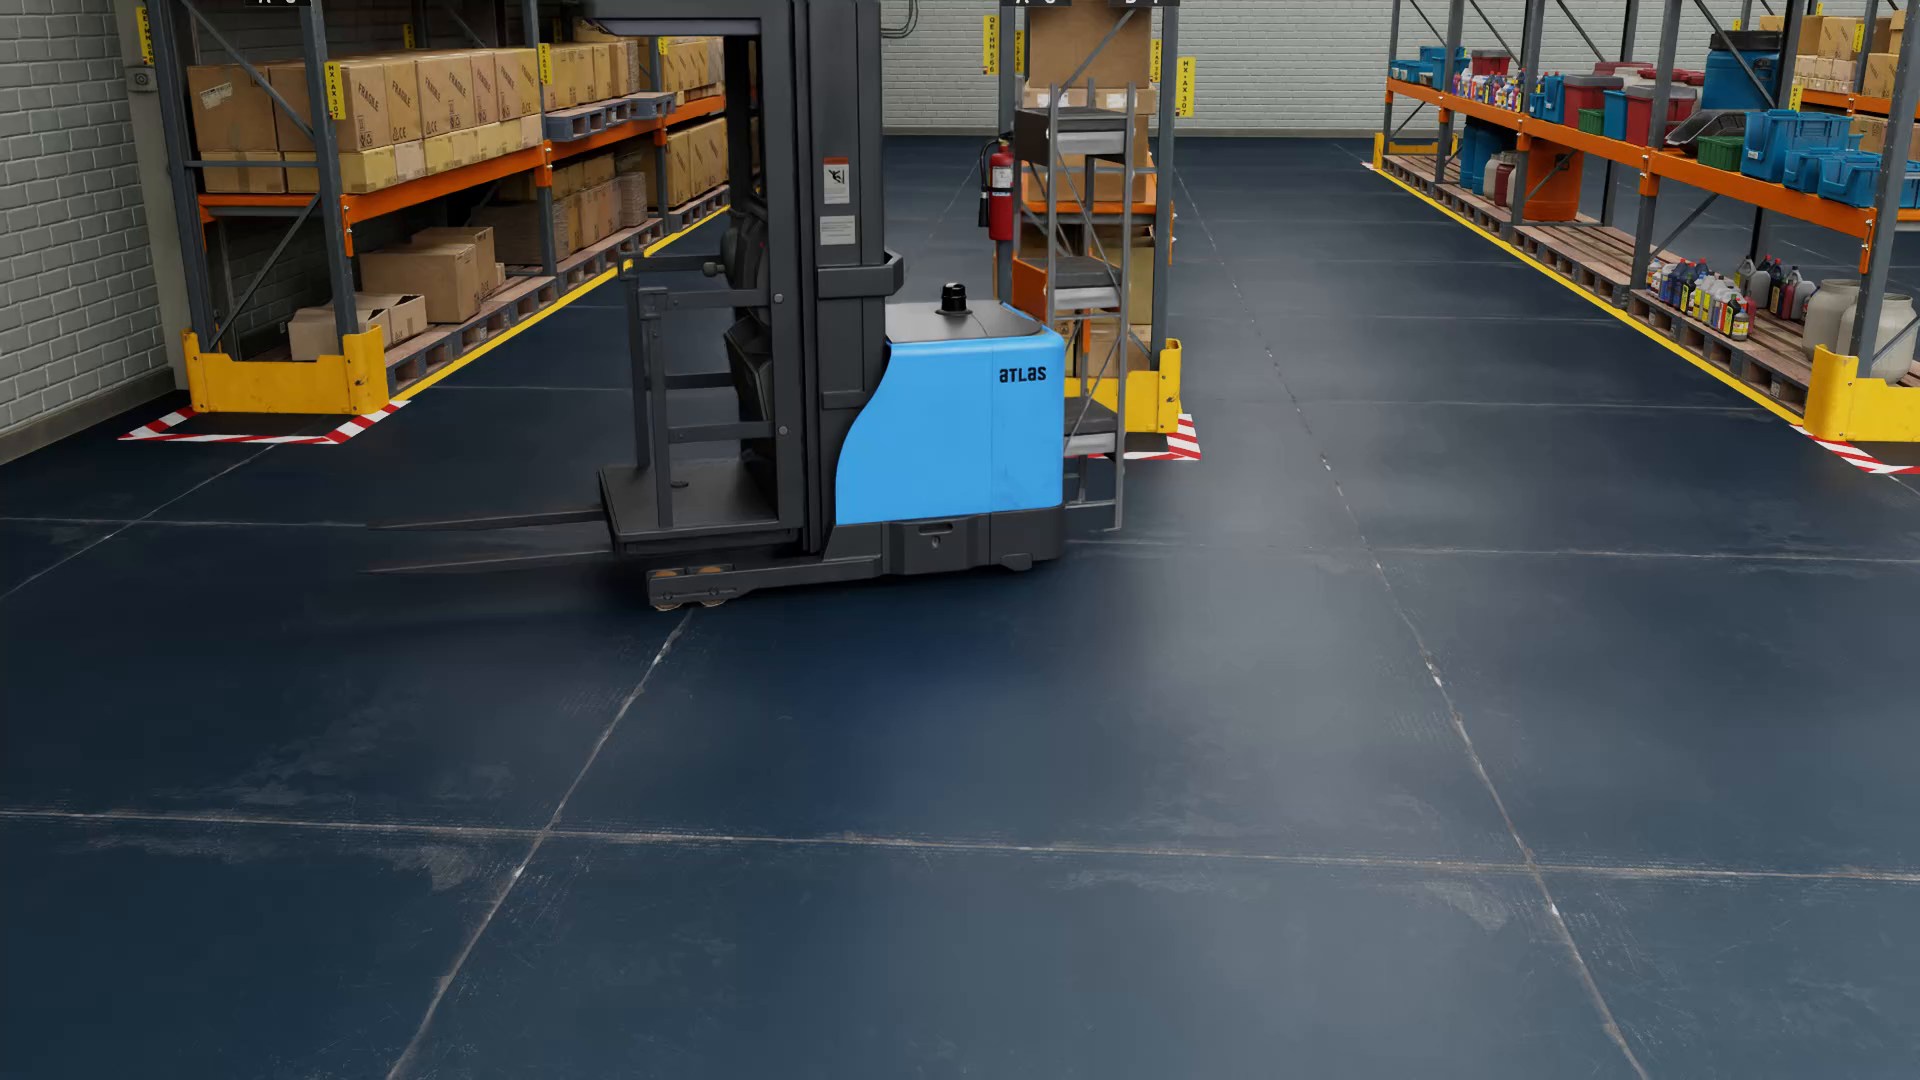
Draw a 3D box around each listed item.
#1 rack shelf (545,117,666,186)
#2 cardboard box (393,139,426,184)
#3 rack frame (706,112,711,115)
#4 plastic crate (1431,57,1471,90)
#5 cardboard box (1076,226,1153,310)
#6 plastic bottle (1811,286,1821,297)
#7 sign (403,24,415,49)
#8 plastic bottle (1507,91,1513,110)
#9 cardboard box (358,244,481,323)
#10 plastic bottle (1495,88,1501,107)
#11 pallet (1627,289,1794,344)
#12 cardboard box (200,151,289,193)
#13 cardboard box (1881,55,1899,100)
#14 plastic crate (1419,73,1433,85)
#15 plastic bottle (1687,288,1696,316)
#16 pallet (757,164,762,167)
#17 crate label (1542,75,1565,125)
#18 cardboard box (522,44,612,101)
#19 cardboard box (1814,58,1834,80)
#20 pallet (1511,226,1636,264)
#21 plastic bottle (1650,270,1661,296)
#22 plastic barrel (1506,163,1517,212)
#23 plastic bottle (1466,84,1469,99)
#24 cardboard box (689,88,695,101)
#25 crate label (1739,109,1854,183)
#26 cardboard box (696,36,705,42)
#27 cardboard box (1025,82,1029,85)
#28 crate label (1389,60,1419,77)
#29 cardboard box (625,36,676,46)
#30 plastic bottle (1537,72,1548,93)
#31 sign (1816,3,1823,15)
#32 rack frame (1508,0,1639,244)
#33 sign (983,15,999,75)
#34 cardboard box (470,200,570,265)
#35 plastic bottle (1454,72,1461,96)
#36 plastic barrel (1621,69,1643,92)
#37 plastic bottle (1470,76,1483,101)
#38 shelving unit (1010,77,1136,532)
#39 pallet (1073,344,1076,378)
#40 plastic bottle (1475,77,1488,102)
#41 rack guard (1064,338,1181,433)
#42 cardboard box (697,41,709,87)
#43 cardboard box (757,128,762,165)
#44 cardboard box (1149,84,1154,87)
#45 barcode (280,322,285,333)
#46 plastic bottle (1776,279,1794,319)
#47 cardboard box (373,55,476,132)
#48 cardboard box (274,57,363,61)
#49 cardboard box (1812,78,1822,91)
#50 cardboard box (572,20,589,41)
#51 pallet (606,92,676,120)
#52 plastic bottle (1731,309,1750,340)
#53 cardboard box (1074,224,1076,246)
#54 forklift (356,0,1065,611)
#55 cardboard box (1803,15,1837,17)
[{"bbox_3d":[-3.788,-3.762,15.742,1.077,0.370,4.000,1,18,4],"label":"rack shelf"},{"bbox_3d":[-3.844,-2.485,10.898,0.500,0.250,0.500,1,18,2],"label":"cardboard box"},{"bbox_3d":[-3.358,-5.967,21.317,1.000,3.000,0.127,1,18,4],"label":"rack frame"},{"bbox_3d":[6.217,-5.920,21.101,0.392,0.384,0.575,1,18,4],"label":"plastic crate"},{"bbox_3d":[1.040,-1.853,11.297,0.500,0.500,0.500,1,18,4],"label":"cardboard box"},{"bbox_3d":[6.150,-1.688,11.934,0.097,0.271,0.097,0,18,0],"label":"plastic bottle"},{"bbox_3d":[-4.485,-4.044,13.589,0.100,0.325,0.005,1,18,4],"label":"sign"},{"bbox_3d":[5.890,-4.682,17.714,0.097,0.201,0.097,0,18,0],"label":"plastic bottle"},{"bbox_3d":[-3.935,-1.878,12.146,0.700,0.500,0.500,0,18,0],"label":"cardboard box"},{"bbox_3d":[5.932,-4.863,18.267,0.097,0.201,0.097,0,18,0],"label":"plastic bottle"},{"bbox_3d":[5.860,-1.729,12.860,1.003,0.211,1.213,1,18,4],"label":"pallet"},{"bbox_3d":[-4.378,-2.328,10.420,0.500,0.250,0.500,2,18,5],"label":"cardboard box"},{"bbox_3d":[11.146,-5.390,19.394,0.500,0.500,0.500,1,18,4],"label":"cardboard box"},{"bbox_3d":[6.349,-6.197,22.345,0.293,0.136,0.466,1,18,4],"label":"plastic crate"},{"bbox_3d":[5.421,-1.753,12.245,0.097,0.201,0.097,0,18,0],"label":"plastic bottle"},{"bbox_3d":[-3.141,-5.257,23.627,1.003,0.211,1.213,1,18,4],"label":"pallet"},{"bbox_3d":[5.896,-4.218,15.922,0.502,0.435,0.616,1,18,4],"label":"crate label"},{"bbox_3d":[-3.736,-4.448,15.813,0.700,0.500,0.500,1,18,4],"label":"cardboard box"},{"bbox_3d":[11.268,-6.010,21.209,0.500,0.250,0.500,2,18,6],"label":"cardboard box"},{"bbox_3d":[6.143,-2.939,16.554,1.003,0.211,1.213,1,18,4],"label":"pallet"},{"bbox_3d":[5.483,-2.020,13.059,0.097,0.201,0.097,0,18,0],"label":"plastic bottle"},{"bbox_3d":[6.206,-3.851,18.179,0.421,0.512,0.421,0,18,0],"label":"plastic barrel"},{"bbox_3d":[6.035,-5.307,19.621,0.097,0.201,0.097,0,18,0],"label":"plastic bottle"},{"bbox_3d":[-3.291,-5.189,19.313,0.380,0.149,0.250,1,18,4],"label":"cardboard box"},{"bbox_3d":[5.526,-2.614,11.026,0.502,0.435,0.616,1,18,4],"label":"crate label"},{"bbox_3d":[-3.255,-5.896,19.225,0.500,0.250,0.500,1,18,3],"label":"cardboard box"},{"bbox_3d":[0.596,-2.771,10.359,0.380,0.149,0.250,1,18,3],"label":"cardboard box"},{"bbox_3d":[6.464,-6.868,24.239,0.416,0.233,0.303,1,18,4],"label":"crate label"},{"bbox_3d":[-3.353,-5.424,17.784,0.500,0.250,0.500,2,18,5],"label":"cardboard box"},{"bbox_3d":[6.544,-5.050,18.595,0.144,0.351,0.185,1,18,4],"label":"plastic bottle"},{"bbox_3d":[12.291,-7.524,23.829,0.100,0.325,0.005,1,18,4],"label":"sign"},{"bbox_3d":[6.237,-4.504,16.851,1.000,3.000,0.127,1,18,4],"label":"rack frame"},{"bbox_3d":[0.183,-2.810,9.442,0.100,0.325,0.005,1,18,4],"label":"sign"},{"bbox_3d":[-3.895,-2.733,14.754,0.700,0.500,0.500,2,18,6],"label":"cardboard box"},{"bbox_3d":[6.062,-5.545,20.216,0.061,0.283,0.133,1,18,4],"label":"plastic bottle"},{"bbox_3d":[6.346,-4.102,15.445,0.421,0.512,0.421,0,18,0],"label":"plastic barrel"},{"bbox_3d":[6.044,-5.265,19.371,0.152,0.276,0.135,1,18,4],"label":"plastic bottle"},{"bbox_3d":[0.517,-1.102,7.914,0.431,2.100,0.503,-5,19,-16],"label":"shelving unit"},{"bbox_3d":[0.736,-1.044,10.771,1.003,0.211,1.213,1,18,4],"label":"pallet"},{"bbox_3d":[6.027,-5.192,19.152,0.152,0.276,0.135,1,18,4],"label":"plastic bottle"},{"bbox_3d":[0.721,-0.936,9.976,1.175,0.500,0.348,1,18,4],"label":"rack guard"},{"bbox_3d":[-3.242,-5.547,19.364,0.500,0.500,0.500,2,18,5],"label":"cardboard box"},{"bbox_3d":[-3.124,-5.524,23.305,0.700,0.500,0.500,2,18,5],"label":"cardboard box"},{"bbox_3d":[0.982,-2.686,10.101,0.380,0.149,0.250,1,18,2],"label":"cardboard box"},{"bbox_3d":[-4.476,-1.404,10.986,0.001,0.075,0.075,1,18,4],"label":"barcode"},{"bbox_3d":[6.033,-1.765,12.149,0.061,0.283,0.133,1,18,4],"label":"plastic bottle"},{"bbox_3d":[-3.770,-3.151,11.726,0.500,0.500,0.500,2,18,6],"label":"cardboard box"},{"bbox_3d":[-4.318,-3.003,11.275,0.500,0.500,0.500,1,18,2],"label":"cardboard box"},{"bbox_3d":[11.214,-5.858,21.387,0.380,0.149,0.250,2,18,5],"label":"cardboard box"},{"bbox_3d":[-3.871,-5.426,17.792,0.500,0.250,0.500,2,18,5],"label":"cardboard box"},{"bbox_3d":[-3.590,-4.410,16.873,1.213,0.211,1.003,1,18,4],"label":"pallet"},{"bbox_3d":[5.358,-1.479,11.406,0.097,0.201,0.097,0,18,0],"label":"plastic bottle"},{"bbox_3d":[0.636,-2.330,12.754,0.500,0.500,0.500,1,18,4],"label":"cardboard box"},{"bbox_3d":[-1.103,-1.277,7.112,3.031,2.935,1.130,-5,19,-15],"label":"forklift"},{"bbox_3d":[11.978,-7.147,23.477,0.500,0.500,0.500,2,18,5],"label":"cardboard box"}]
